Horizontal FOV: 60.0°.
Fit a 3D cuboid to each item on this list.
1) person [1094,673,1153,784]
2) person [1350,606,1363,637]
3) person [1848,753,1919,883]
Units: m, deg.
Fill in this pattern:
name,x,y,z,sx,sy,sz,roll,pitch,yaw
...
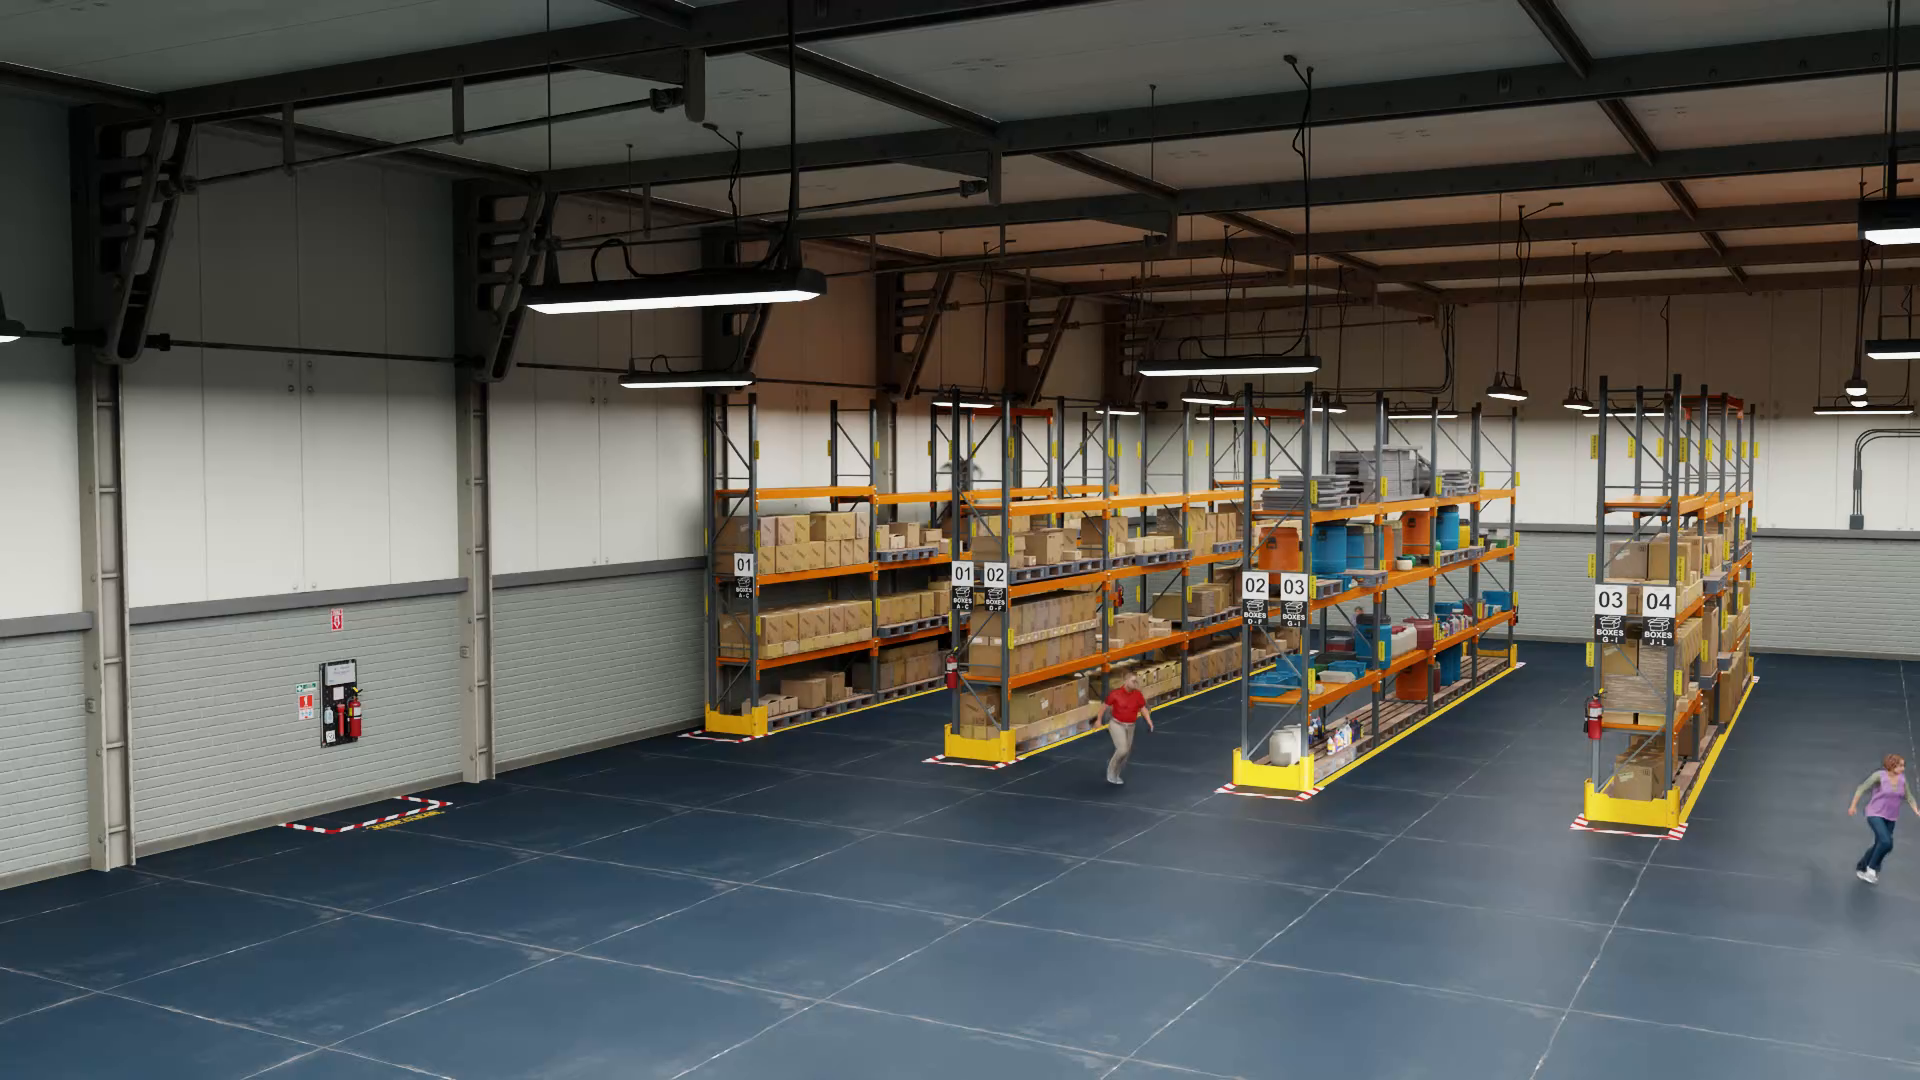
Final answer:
name,x,y,z,sx,sy,sz,roll,pitch,yaw
person,2.483,2.819,24.806,0.654,1.692,0.806,-2,4,-30
person,8.806,2.282,36.505,0.587,1.471,0.740,3,4,44
person,10.603,3.189,19.018,0.520,1.536,0.774,-1,3,-11
